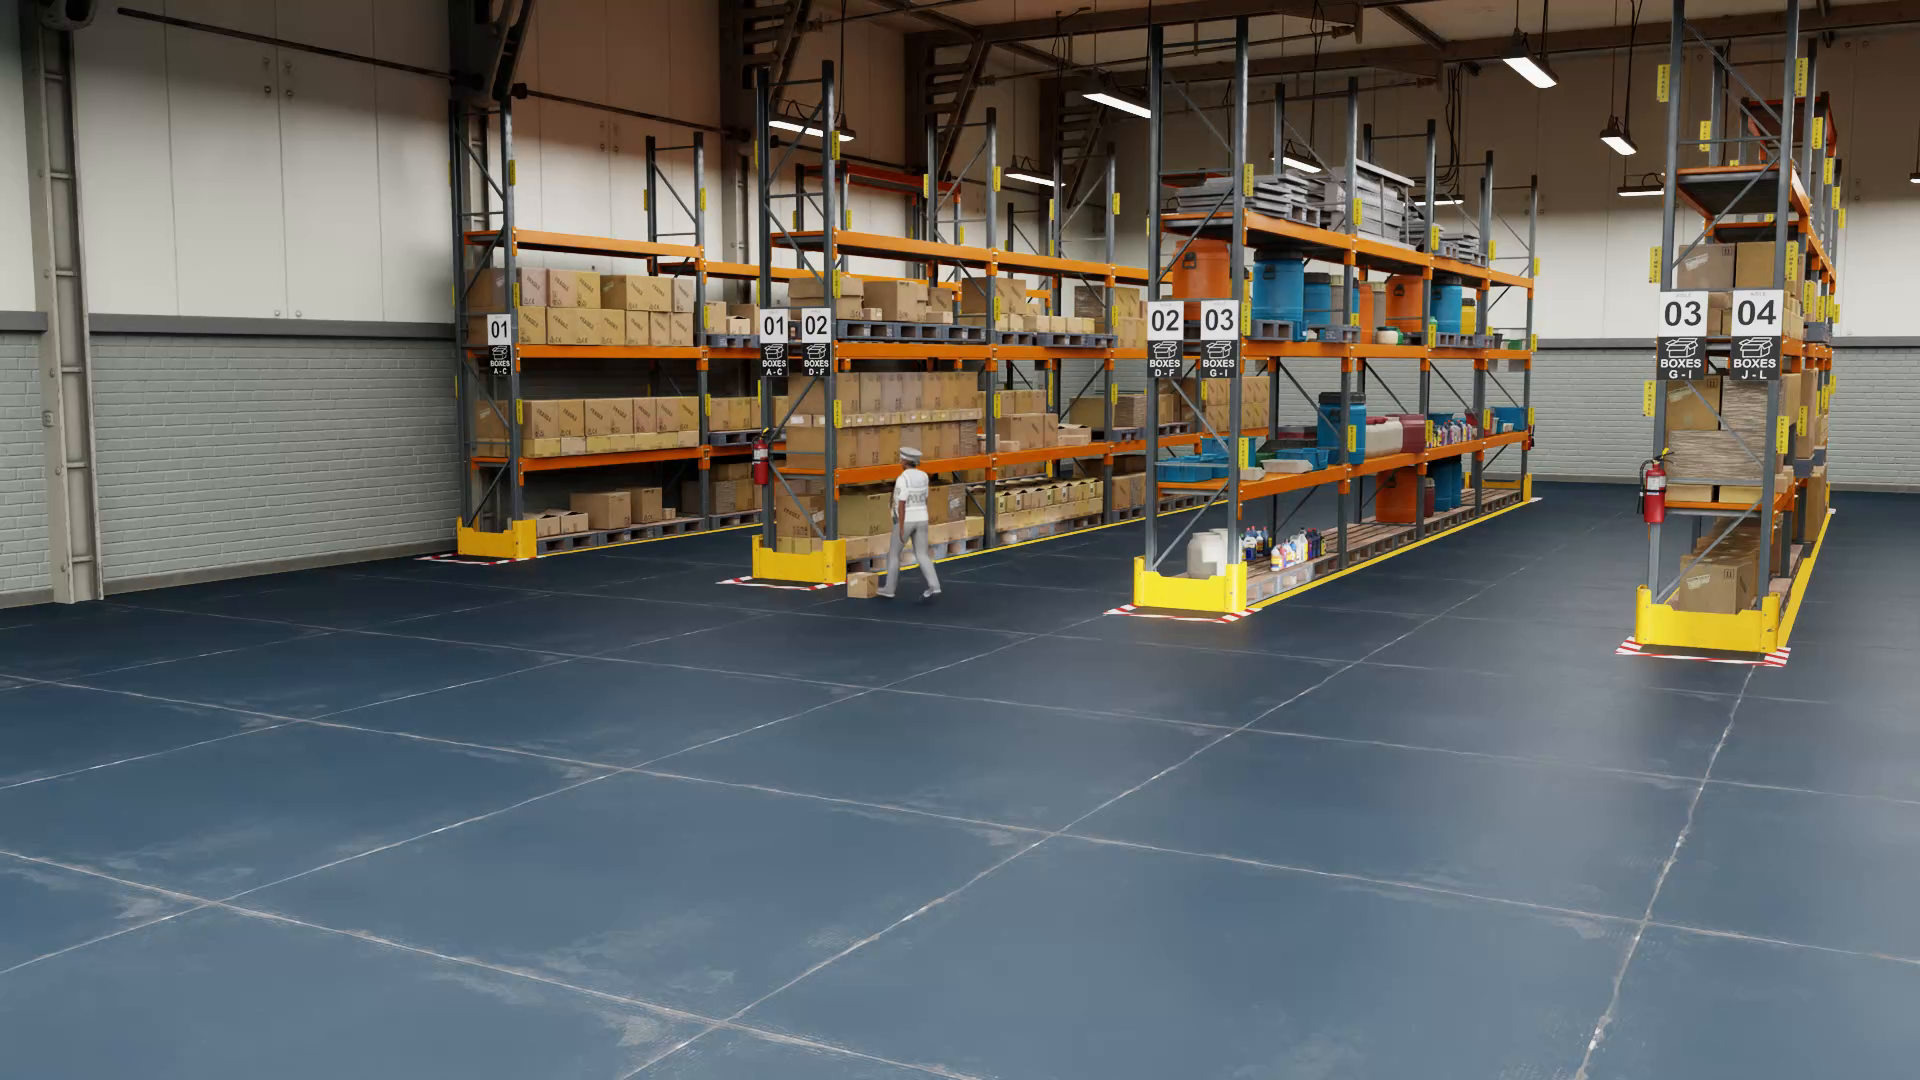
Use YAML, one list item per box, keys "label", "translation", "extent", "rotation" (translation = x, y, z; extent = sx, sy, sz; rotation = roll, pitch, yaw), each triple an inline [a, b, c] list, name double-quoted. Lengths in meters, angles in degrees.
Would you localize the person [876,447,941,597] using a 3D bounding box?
- label: "person"
  translation: [-0.548, -0.189, 18.007]
  extent: [0.449, 1.643, 0.881]
  rotation: [-4, 8, -36]
